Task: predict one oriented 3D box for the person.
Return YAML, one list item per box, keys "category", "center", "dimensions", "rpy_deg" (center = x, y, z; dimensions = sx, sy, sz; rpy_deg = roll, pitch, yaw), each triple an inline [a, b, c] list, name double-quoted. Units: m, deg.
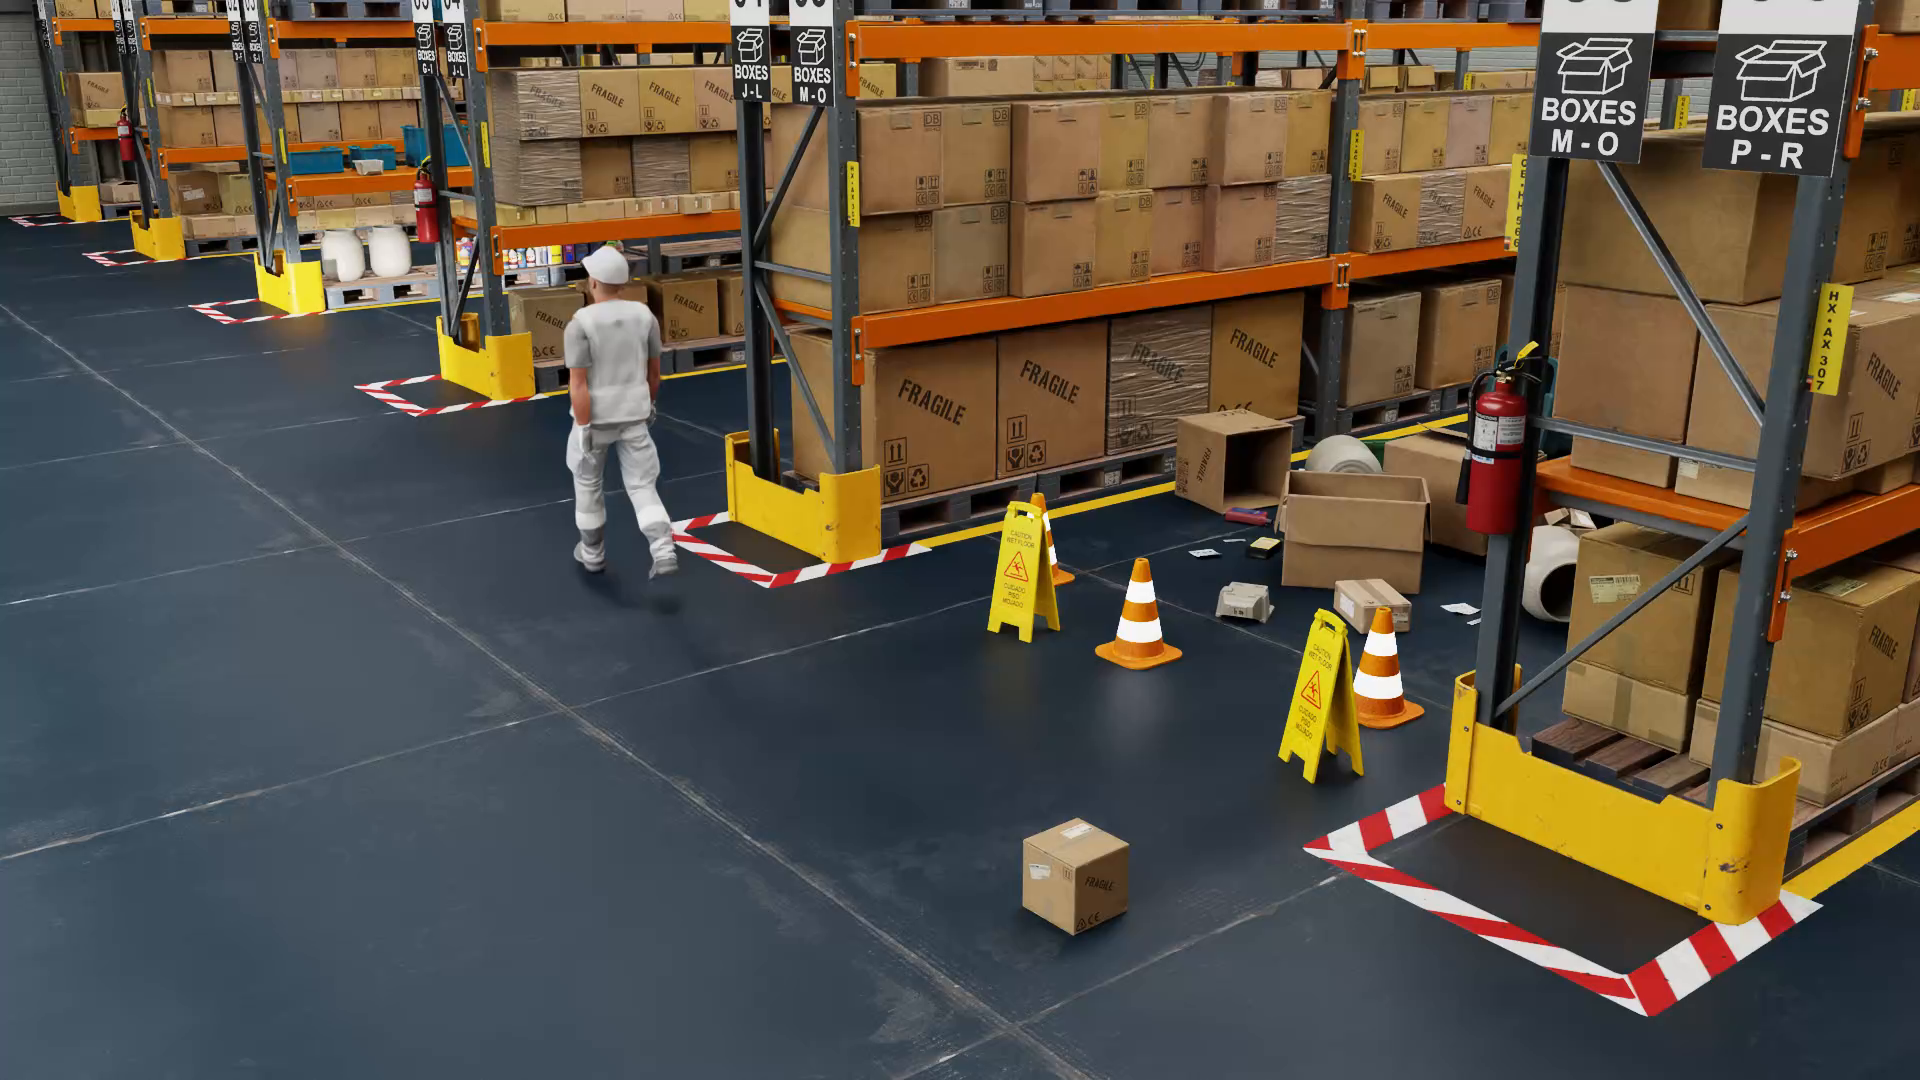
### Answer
- category: "person"
  center: [-1.760, -0.625, 8.491]
  dimensions: [0.532, 1.751, 0.987]
  rpy_deg: [-10, 20, -28]
